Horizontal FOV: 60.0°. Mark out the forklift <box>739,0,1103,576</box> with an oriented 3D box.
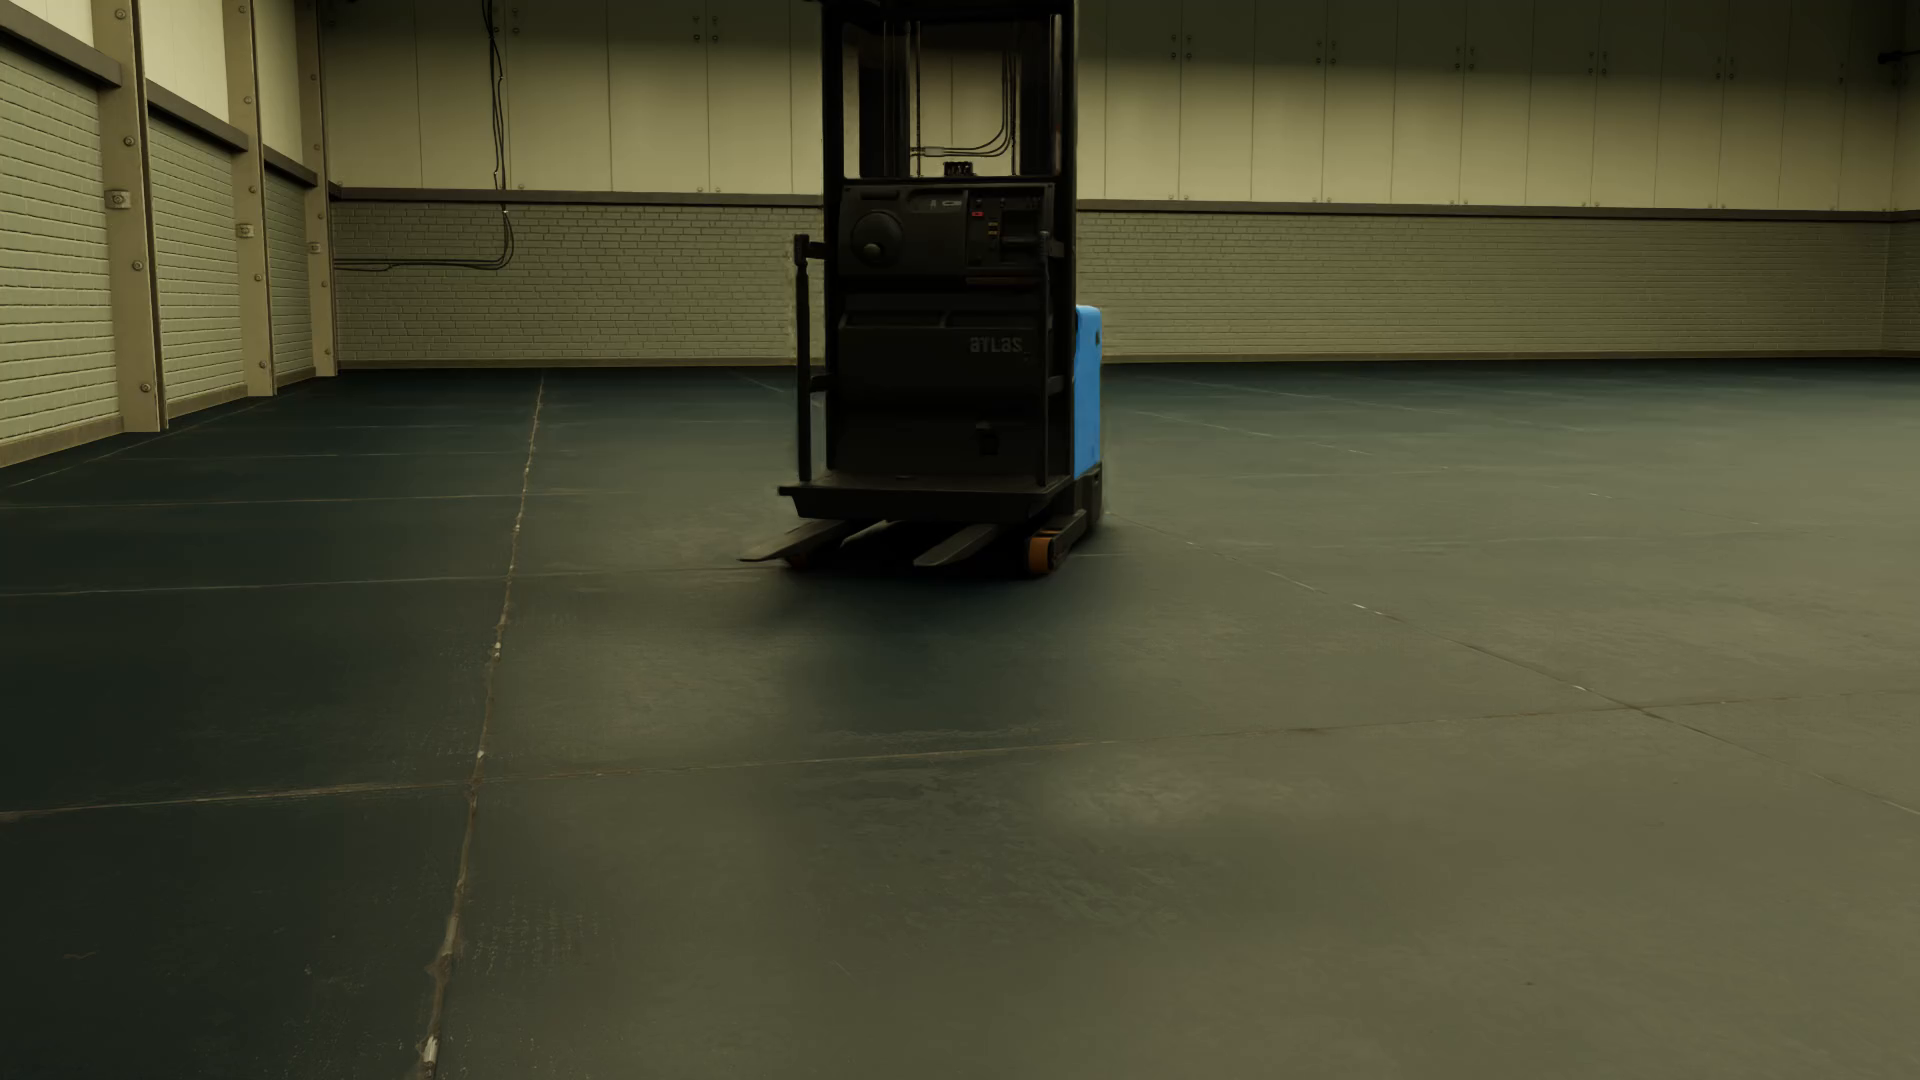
[{"bbox_3d":[-0.101,-1.360,6.851,1.130,2.935,3.031,2,8,12],"label":"forklift"}]
